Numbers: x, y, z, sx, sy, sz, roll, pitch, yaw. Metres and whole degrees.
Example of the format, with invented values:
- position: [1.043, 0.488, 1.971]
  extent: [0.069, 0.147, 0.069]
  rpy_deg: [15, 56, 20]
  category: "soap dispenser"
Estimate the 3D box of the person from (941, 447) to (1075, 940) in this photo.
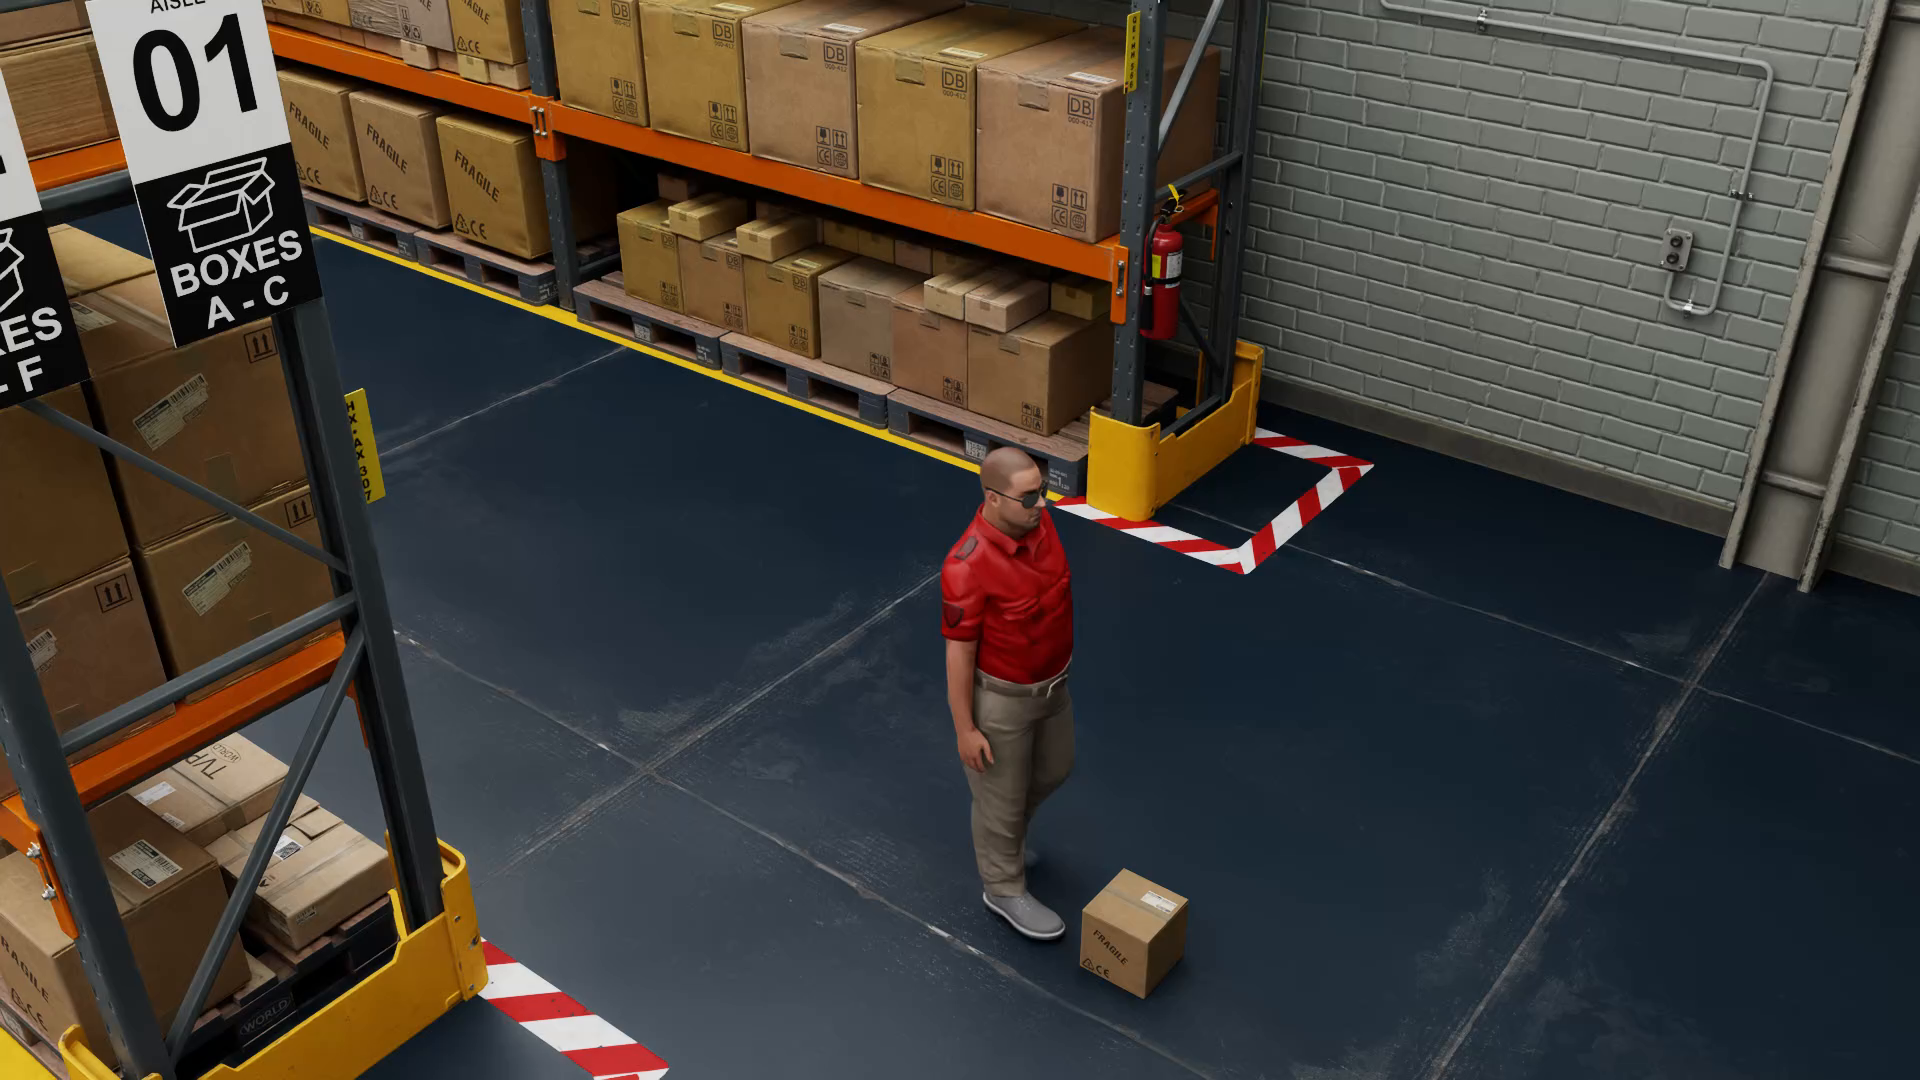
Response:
- position: [0.171, 0.522, 5.330]
  extent: [0.529, 1.792, 0.556]
  rpy_deg: [21, 37, 31]
  category: "person"
